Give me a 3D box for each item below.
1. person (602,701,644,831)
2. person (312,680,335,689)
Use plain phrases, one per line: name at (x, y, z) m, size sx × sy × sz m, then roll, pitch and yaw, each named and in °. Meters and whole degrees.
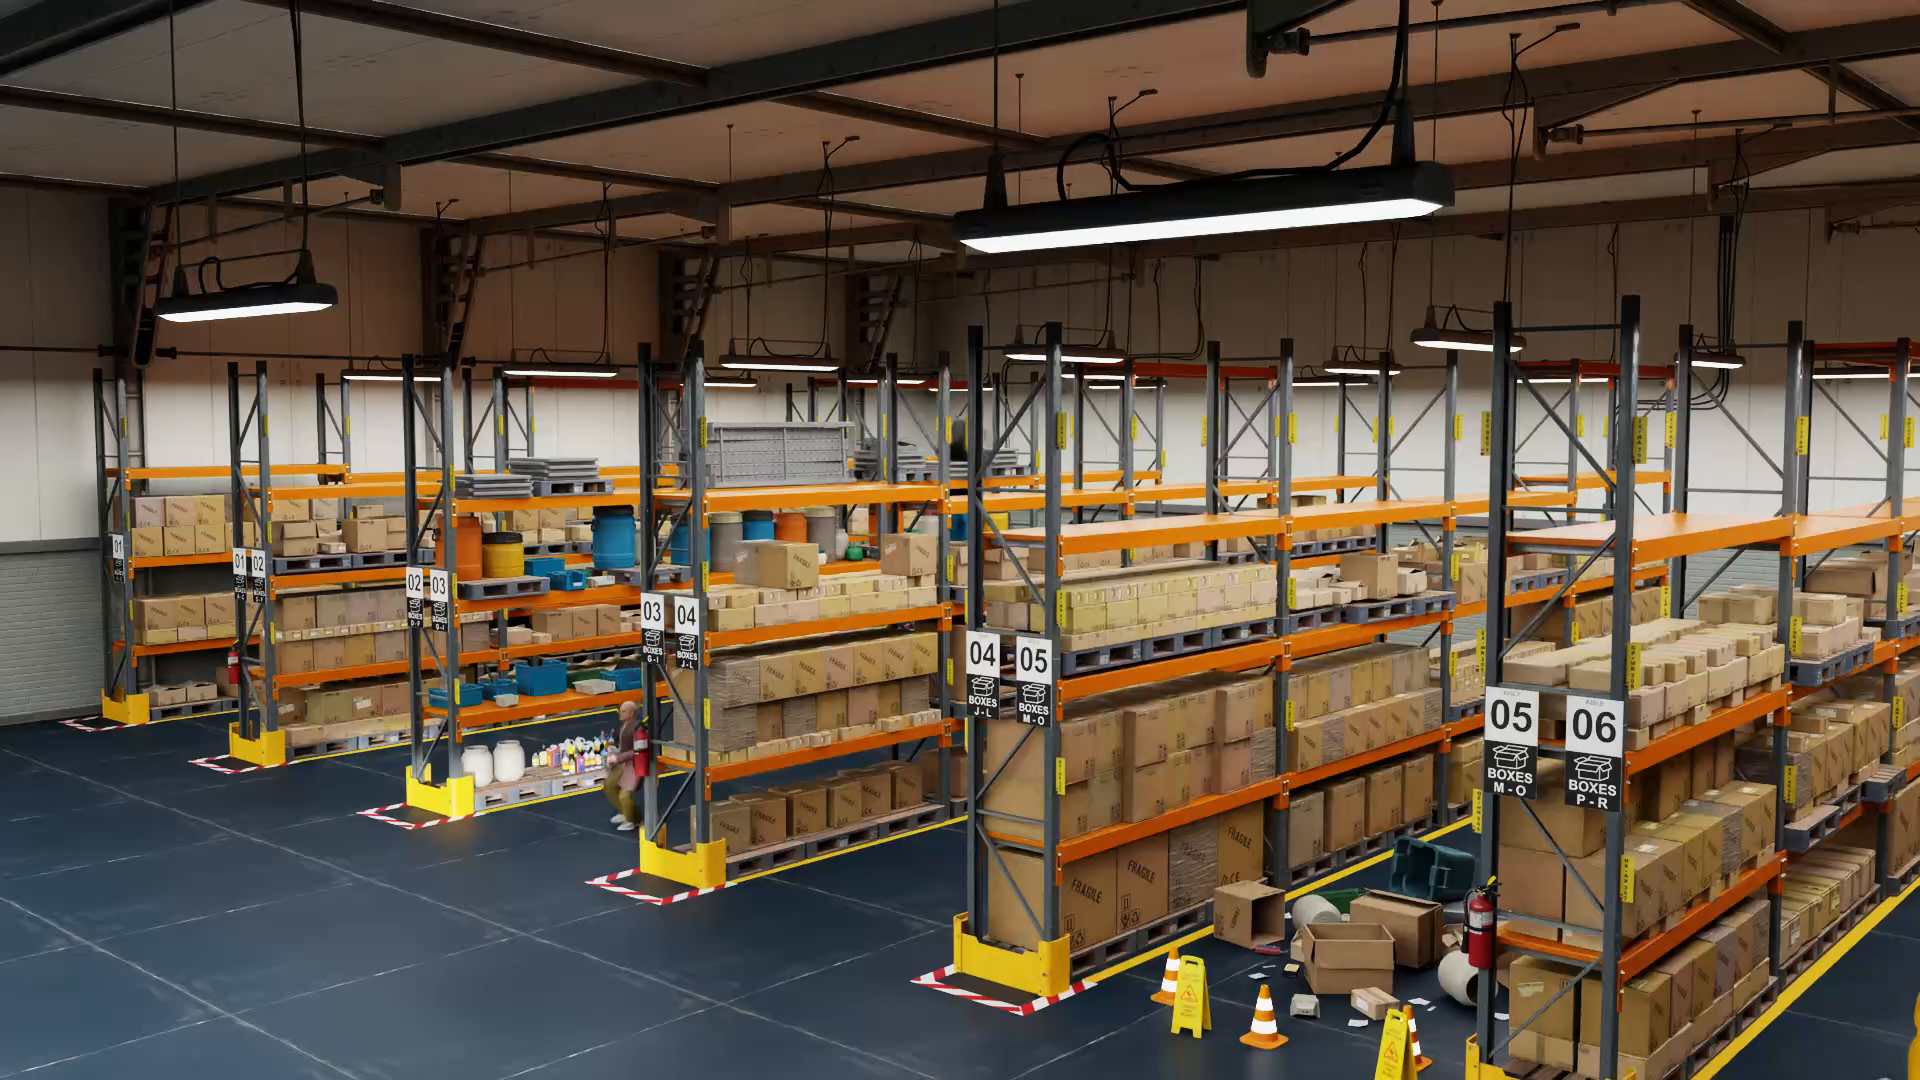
person at (-4.185, 2.816, 20.670) m, size 0.687 × 1.673 × 0.903 m, roll -3°, pitch 5°, yaw -37°
person at (-10.585, 2.257, 27.908) m, size 0.693 × 1.744 × 0.748 m, roll 2°, pitch 5°, yaw 28°
